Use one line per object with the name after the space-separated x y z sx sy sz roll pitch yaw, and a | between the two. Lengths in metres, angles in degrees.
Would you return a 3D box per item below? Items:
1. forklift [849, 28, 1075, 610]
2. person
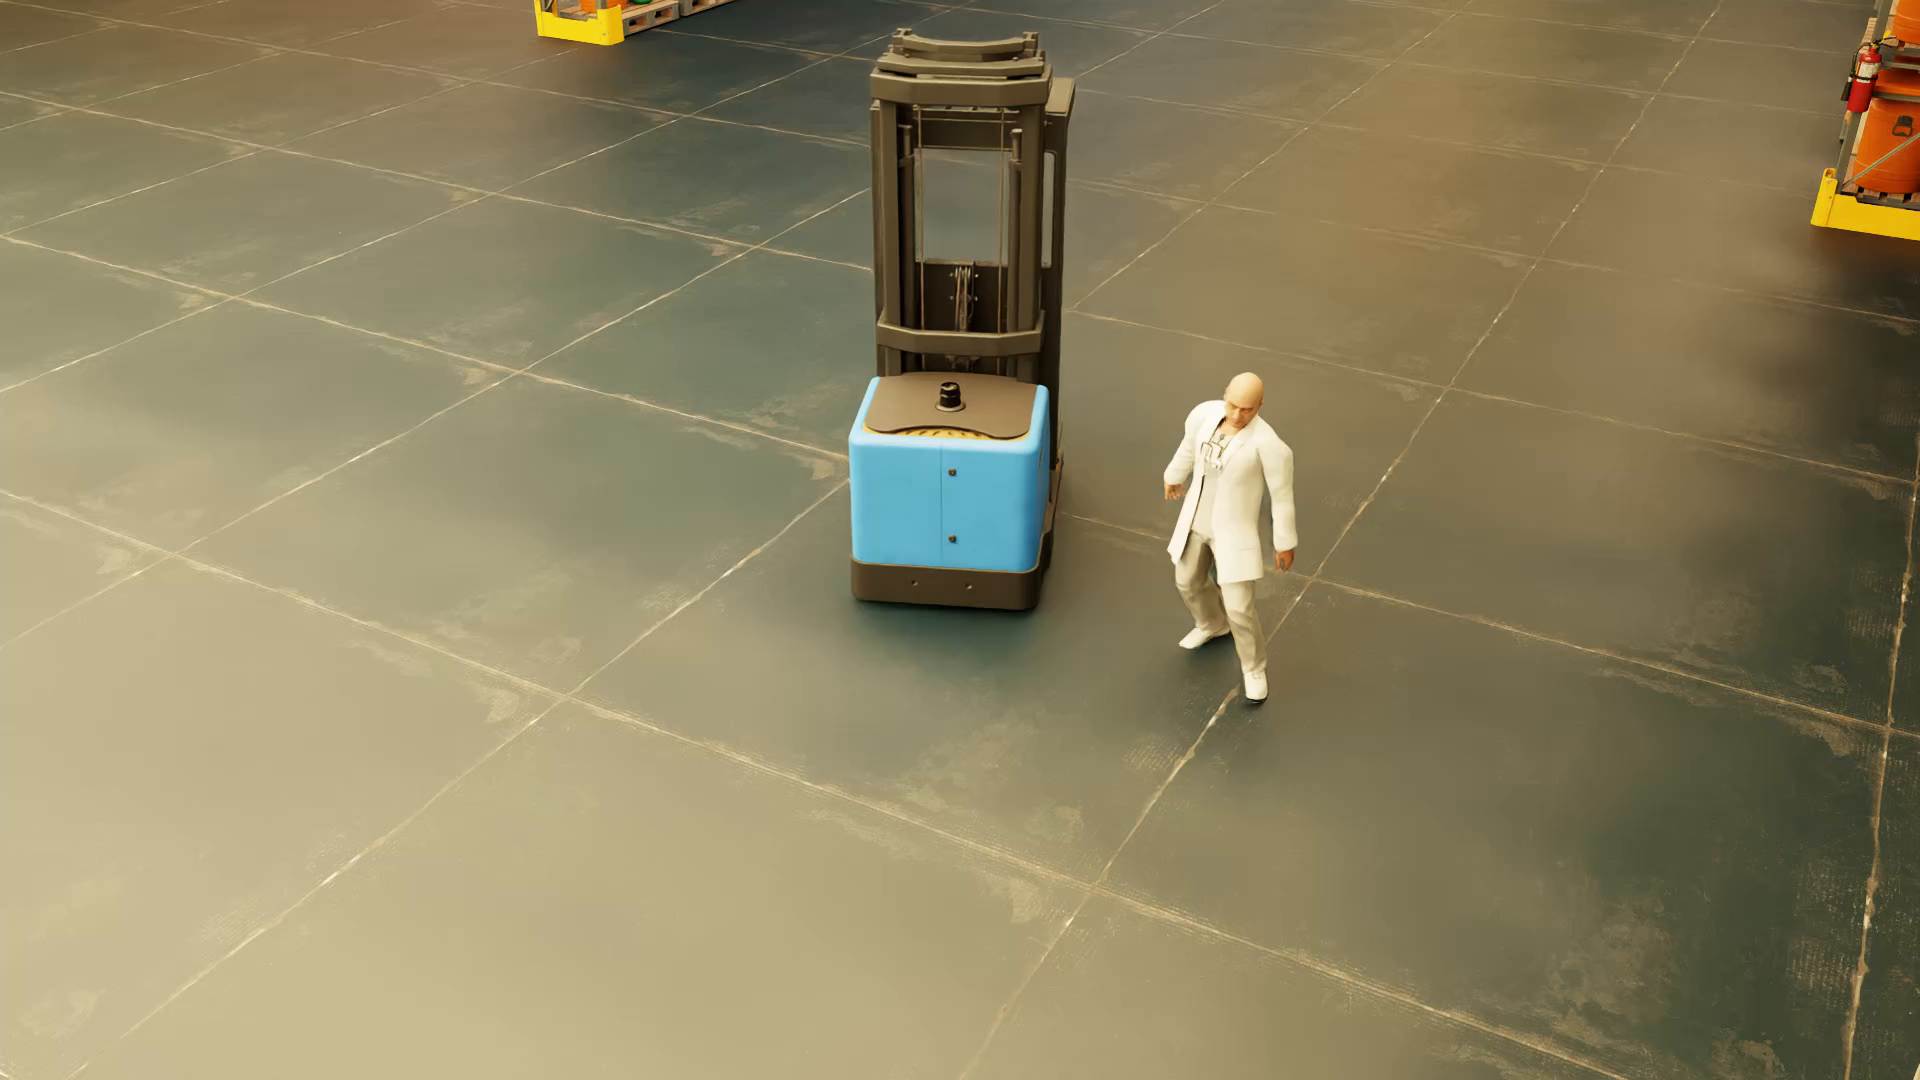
0.078 -1.596 9.837 1.130 2.935 3.031 3 30 6 | forklift
1.361 -0.099 8.516 0.555 1.759 0.916 -23 37 -34 | person
